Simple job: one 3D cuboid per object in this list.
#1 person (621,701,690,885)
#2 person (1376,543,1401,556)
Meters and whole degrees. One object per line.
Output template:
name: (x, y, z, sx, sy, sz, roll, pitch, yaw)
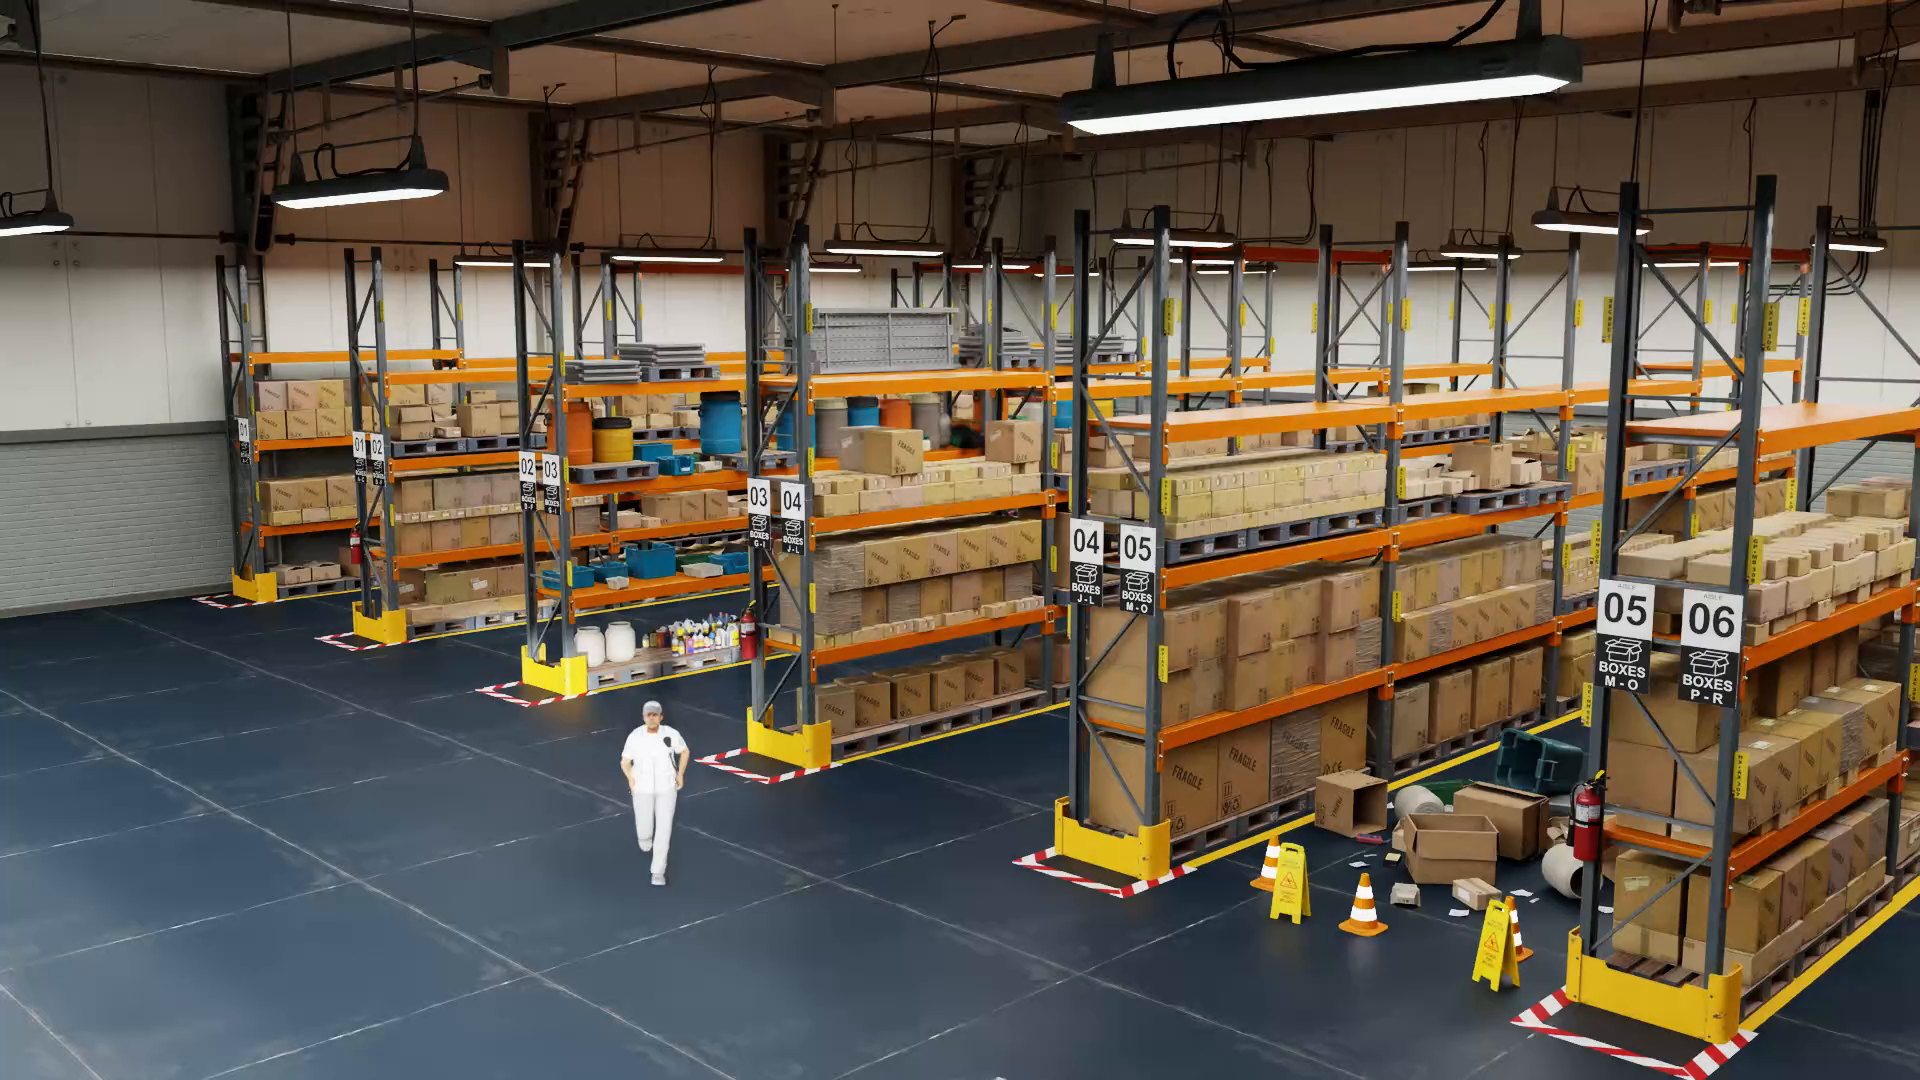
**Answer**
person: (-2.748, 2.253, 15.054, 0.621, 1.624, 0.769, -2, 8, -10)
person: (6.424, 0.796, 24.797, 0.709, 1.775, 0.718, 7, 11, 41)
